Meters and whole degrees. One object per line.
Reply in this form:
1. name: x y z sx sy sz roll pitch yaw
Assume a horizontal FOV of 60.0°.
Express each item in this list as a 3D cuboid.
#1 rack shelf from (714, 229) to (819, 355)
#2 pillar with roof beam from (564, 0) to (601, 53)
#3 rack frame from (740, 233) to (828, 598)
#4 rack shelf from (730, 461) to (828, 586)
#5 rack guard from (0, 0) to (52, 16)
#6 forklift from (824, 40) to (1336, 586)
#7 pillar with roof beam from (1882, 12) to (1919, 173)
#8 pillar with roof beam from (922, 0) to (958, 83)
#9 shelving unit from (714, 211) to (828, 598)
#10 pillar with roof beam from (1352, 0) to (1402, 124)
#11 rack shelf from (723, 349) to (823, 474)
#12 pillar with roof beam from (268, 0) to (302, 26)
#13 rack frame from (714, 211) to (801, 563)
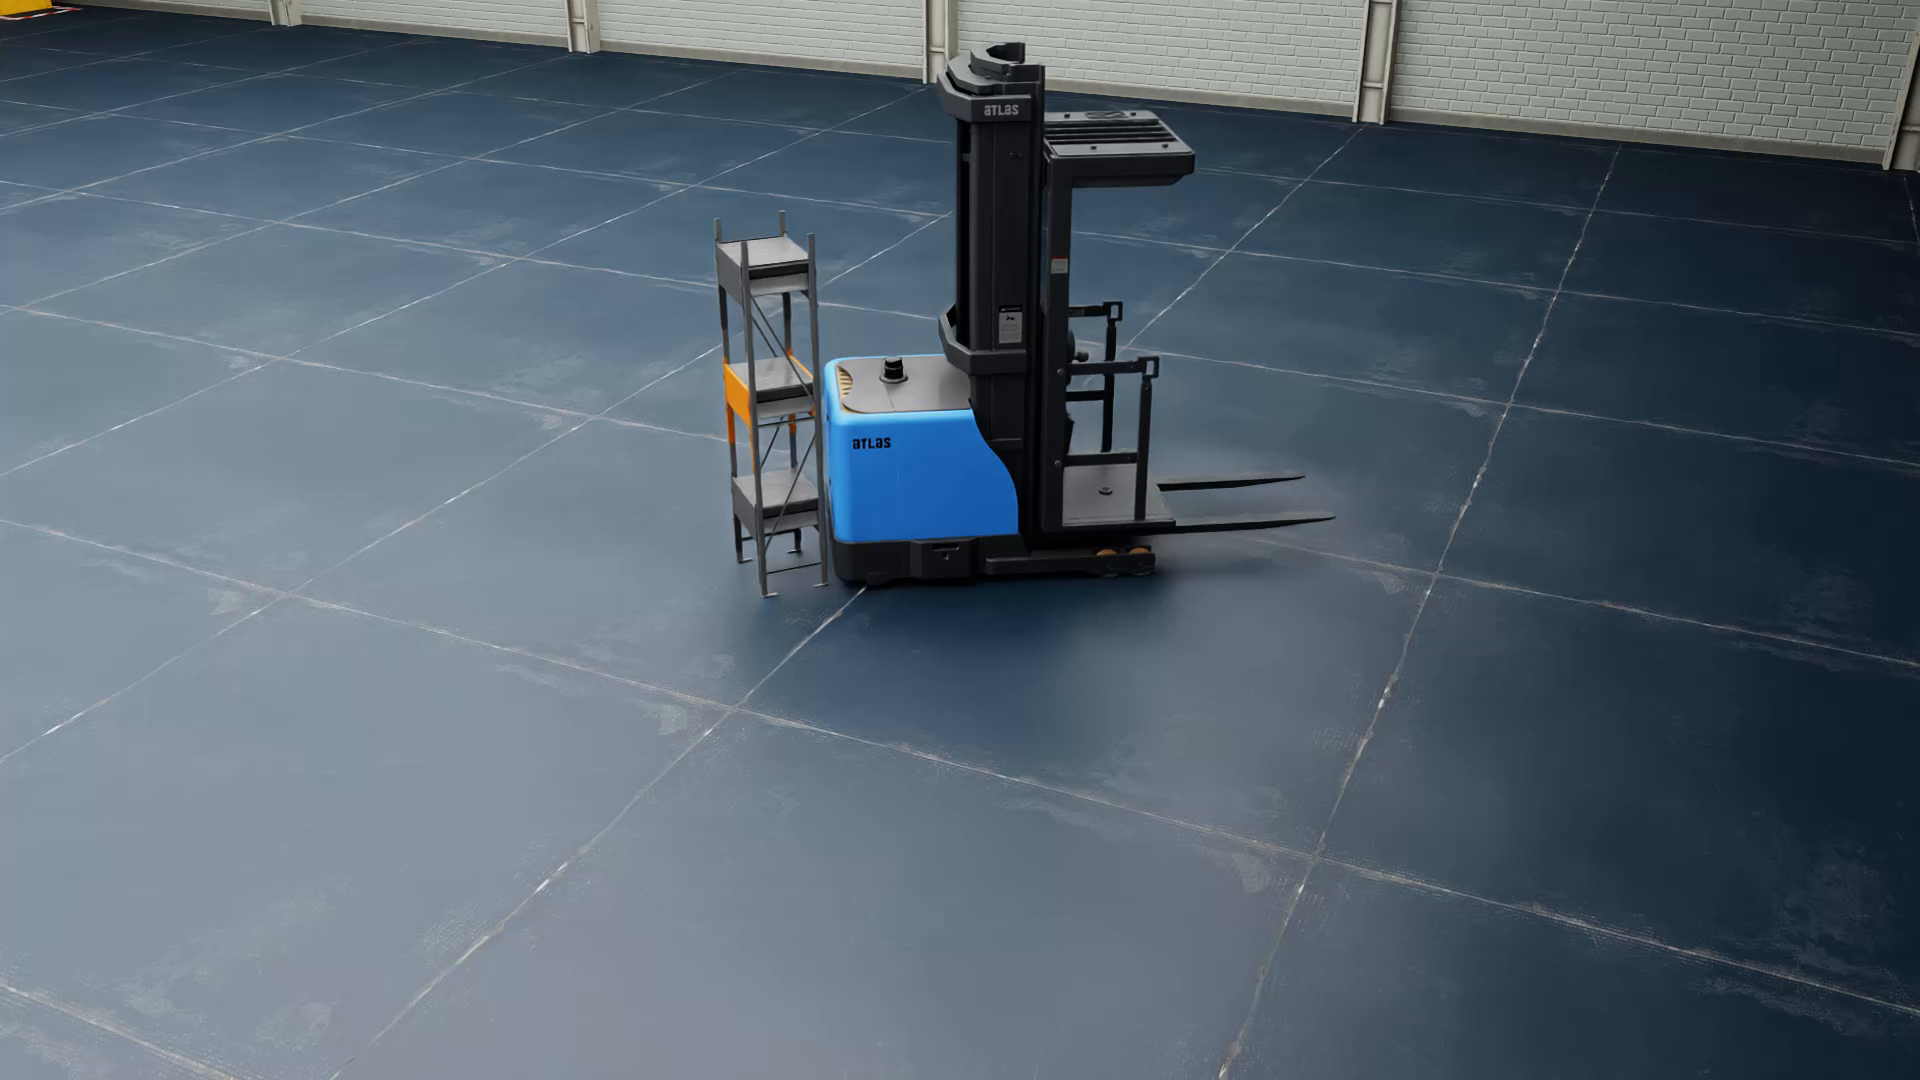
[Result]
1. rack shelf: -1.056 -1.359 9.080 0.431 0.518 0.480 -11 28 -21
2. pillar with roof beam: -7.520 -9.800 19.967 0.400 9.000 9.100 11 28 22
3. rack frame: -0.958 -0.645 9.182 0.400 2.100 0.015 -11 28 -21
4. rack shelf: -1.056 -0.103 9.698 0.431 0.518 0.480 -11 28 -21
5. rack guard: -16.379 -9.418 28.813 0.348 0.500 1.175 11 28 22
6. forklift: 0.725 -1.320 9.613 3.031 2.935 1.130 -3 26 -6
7. pillar with roof beam: 8.865 -6.509 13.282 0.400 9.000 9.100 11 28 22
8. pillar with roof beam: -2.058 -8.703 17.739 0.400 9.000 9.100 11 28 22
9. shelving unit: -1.056 -0.743 9.383 0.431 2.100 0.503 -11 28 -21
10. pillar with roof beam: 3.404 -7.606 15.510 0.400 9.000 9.100 11 28 22
11. rack shelf: -1.056 -0.731 9.389 0.431 0.518 0.480 -11 28 -21
12. pillar with roof beam: -12.982 -10.897 22.195 0.400 9.000 9.100 11 28 22
13. rack frame: -1.153 -0.842 9.584 0.400 2.100 0.015 -11 28 -21
